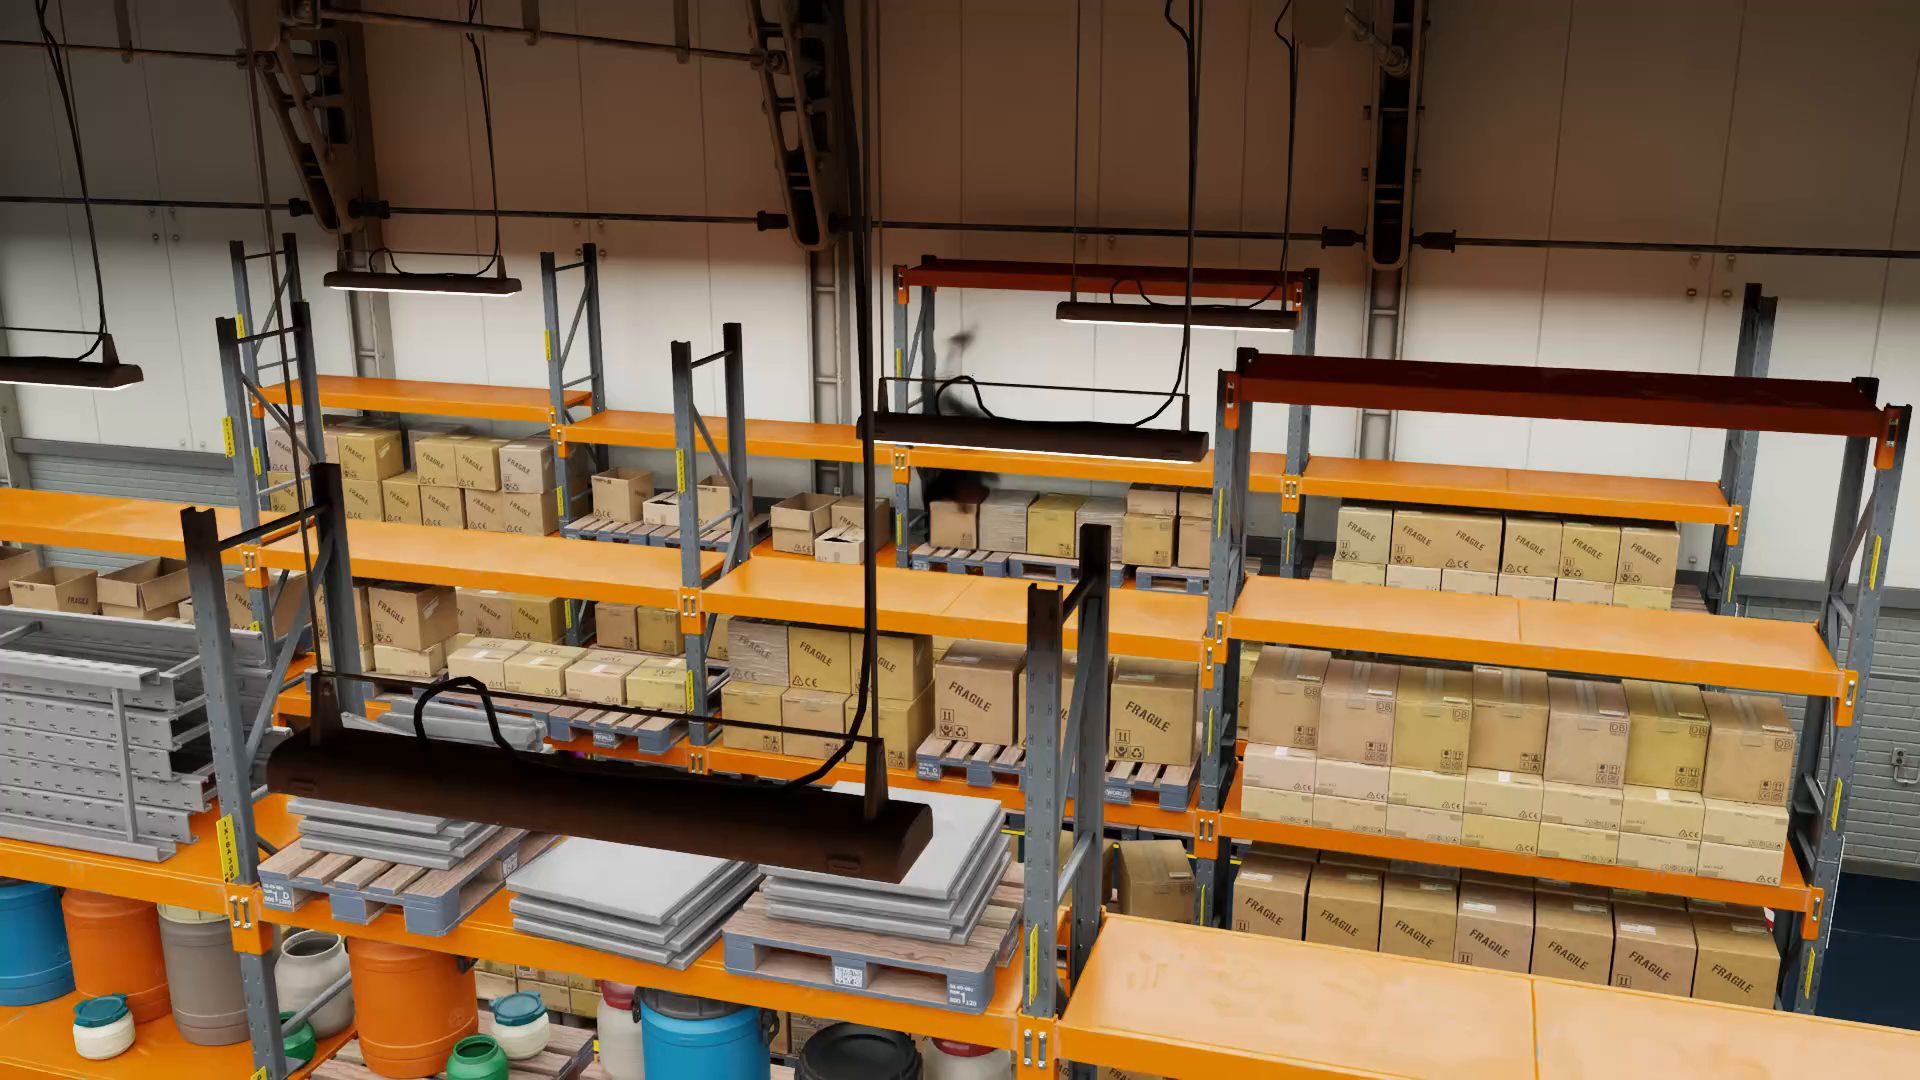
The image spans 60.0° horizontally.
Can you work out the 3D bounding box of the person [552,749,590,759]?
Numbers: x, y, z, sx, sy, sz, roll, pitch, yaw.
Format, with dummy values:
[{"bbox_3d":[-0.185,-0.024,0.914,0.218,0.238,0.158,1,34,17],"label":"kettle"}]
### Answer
[{"bbox_3d":[-3.713,2.414,16.174,0.821,1.810,0.630,5,17,17],"label":"person"}]
